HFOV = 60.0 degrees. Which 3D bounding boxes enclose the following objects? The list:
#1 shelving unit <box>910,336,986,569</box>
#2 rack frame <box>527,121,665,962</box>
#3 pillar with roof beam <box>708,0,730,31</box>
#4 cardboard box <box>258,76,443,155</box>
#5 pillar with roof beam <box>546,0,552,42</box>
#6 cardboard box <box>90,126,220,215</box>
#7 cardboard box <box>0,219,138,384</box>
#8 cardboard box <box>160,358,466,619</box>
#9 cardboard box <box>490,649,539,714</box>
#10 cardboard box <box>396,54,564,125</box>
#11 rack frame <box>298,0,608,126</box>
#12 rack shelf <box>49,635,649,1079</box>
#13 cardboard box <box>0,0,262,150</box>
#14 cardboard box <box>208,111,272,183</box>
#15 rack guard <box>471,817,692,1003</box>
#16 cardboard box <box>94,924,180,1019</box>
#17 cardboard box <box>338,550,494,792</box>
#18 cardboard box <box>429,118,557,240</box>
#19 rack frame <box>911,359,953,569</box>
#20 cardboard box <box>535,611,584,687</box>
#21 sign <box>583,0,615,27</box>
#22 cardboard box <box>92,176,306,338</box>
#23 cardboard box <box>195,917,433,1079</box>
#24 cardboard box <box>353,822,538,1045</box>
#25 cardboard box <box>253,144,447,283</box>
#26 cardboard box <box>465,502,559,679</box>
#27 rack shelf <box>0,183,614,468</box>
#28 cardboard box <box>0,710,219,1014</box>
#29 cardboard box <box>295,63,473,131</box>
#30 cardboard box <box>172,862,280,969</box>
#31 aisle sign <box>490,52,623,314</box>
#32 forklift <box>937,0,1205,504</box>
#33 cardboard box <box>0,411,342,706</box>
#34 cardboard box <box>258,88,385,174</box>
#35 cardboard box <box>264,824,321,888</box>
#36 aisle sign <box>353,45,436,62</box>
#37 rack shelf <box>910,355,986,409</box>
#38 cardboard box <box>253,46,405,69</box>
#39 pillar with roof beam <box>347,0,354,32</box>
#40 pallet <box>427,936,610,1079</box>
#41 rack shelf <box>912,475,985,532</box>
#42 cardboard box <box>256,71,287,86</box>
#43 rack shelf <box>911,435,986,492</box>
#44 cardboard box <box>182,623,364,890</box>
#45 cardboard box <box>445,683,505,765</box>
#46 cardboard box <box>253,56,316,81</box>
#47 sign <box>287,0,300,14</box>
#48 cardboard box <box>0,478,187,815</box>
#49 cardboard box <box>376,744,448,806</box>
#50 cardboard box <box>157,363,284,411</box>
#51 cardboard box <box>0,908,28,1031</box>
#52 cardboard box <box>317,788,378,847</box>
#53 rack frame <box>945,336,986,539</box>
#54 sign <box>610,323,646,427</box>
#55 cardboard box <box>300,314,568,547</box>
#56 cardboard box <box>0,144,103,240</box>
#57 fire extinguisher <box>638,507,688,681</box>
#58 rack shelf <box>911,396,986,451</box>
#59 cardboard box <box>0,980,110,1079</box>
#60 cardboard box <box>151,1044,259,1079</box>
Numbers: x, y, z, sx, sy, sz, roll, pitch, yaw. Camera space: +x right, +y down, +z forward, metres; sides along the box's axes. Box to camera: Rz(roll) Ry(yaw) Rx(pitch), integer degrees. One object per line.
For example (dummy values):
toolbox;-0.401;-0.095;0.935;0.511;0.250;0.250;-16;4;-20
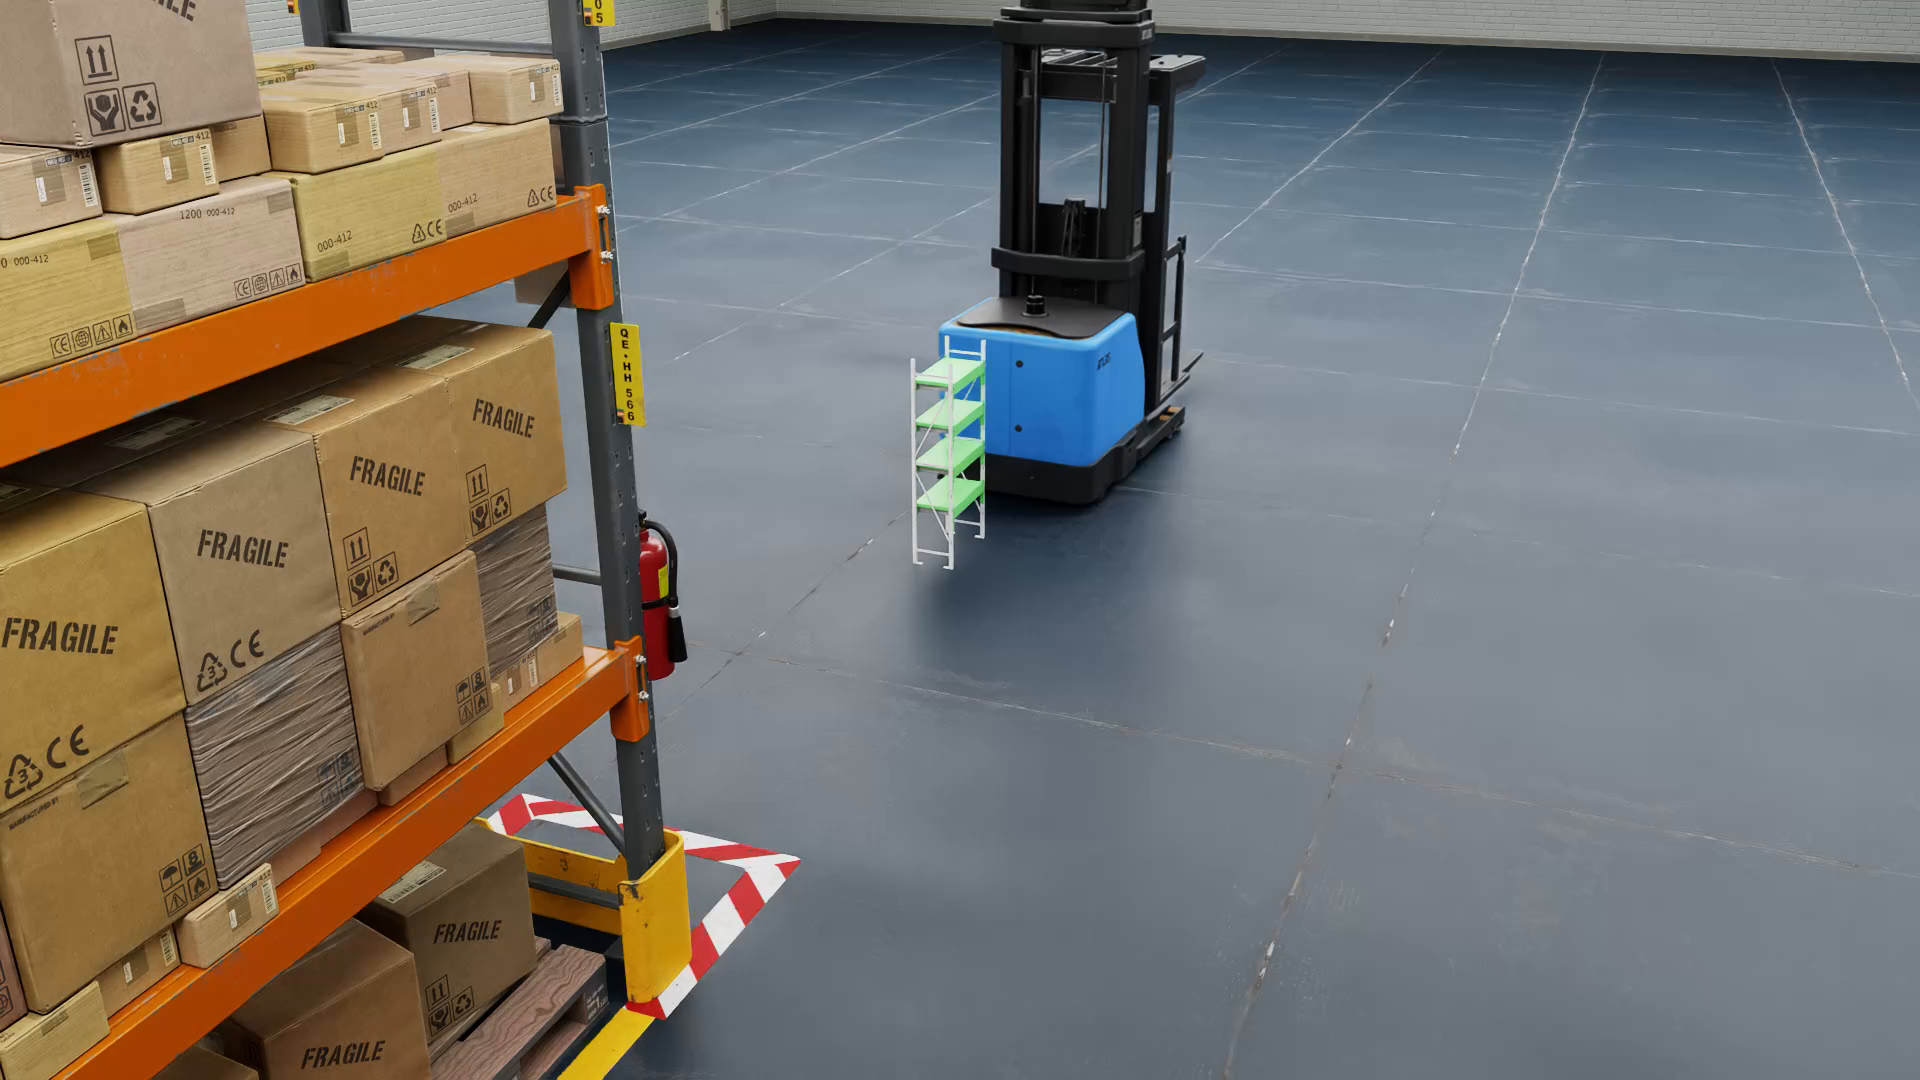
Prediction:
shelving unit;-0.061;-0.494;9.377;0.258;1.200;0.503;9;24;20
rack frame;-1.540;0.081;5.664;1.000;3.000;0.127;9;24;20
pillar with roof beam;-1.306;-14.815;33.541;9.100;9.000;0.400;9;24;20
cardboard box;-1.559;-1.084;4.239;0.380;0.149;0.250;8;24;18
pillar with roof beam;-3.535;-12.667;28.401;9.100;9.000;0.400;9;24;20
cardboard box;-1.844;-0.809;3.581;0.380;0.149;0.250;8;24;17
cardboard box;-2.046;-0.483;3.318;0.500;0.250;0.500;8;24;19
cardboard box;-1.695;-0.152;4.409;0.500;0.500;0.500;9;24;20
cardboard box;-1.548;0.418;5.184;0.380;0.149;0.250;9;24;20
cardboard box;-1.354;-1.274;4.694;0.380;0.149;0.250;9;24;20
rack frame;-1.540;-2.687;4.508;1.000;3.000;0.127;9;24;20
rack shelf;-2.283;1.129;4.090;1.077;0.370;4.000;9;24;20
cardboard box;-1.881;-1.126;3.499;0.500;0.500;0.500;9;24;20
cardboard box;-1.838;-0.920;3.846;0.380;0.149;0.250;9;24;21
rack guard;-1.568;1.262;6.081;1.175;0.500;0.348;9;24;20
cardboard box;-2.071;0.960;3.887;0.380;0.149;0.250;9;24;20
cardboard box;-1.844;0.287;4.657;0.875;0.500;0.500;9;24;20
cardboard box;-1.483;-1.025;4.615;0.500;0.250;0.500;9;24;21
rack frame;-0.152;-0.407;9.168;0.240;1.200;0.015;9;24;20
cardboard box;-1.454;0.328;5.398;0.380;0.149;0.250;9;24;20
sign;-1.032;-1.625;4.708;0.100;0.325;0.005;9;24;20
cardboard box;-1.864;-0.664;3.750;0.500;0.250;0.500;9;24;21
cardboard box;-1.978;1.480;5.012;0.500;0.500;0.500;16;28;34
cardboard box;-1.788;1.262;5.536;0.500;0.500;0.500;14;26;30
cardboard box;-1.666;-0.846;4.186;0.500;0.250;0.500;9;24;20
cardboard box;-1.770;0.090;5.126;0.875;0.500;0.500;9;24;20
rack shelf;-2.283;-0.256;3.512;1.077;0.370;4.000;9;24;20
cardboard box;-2.267;0.637;3.819;0.875;0.500;0.500;9;24;20
cardboard box;-1.559;-1.198;4.511;0.380;0.149;0.250;8;24;18
cardboard box;-1.914;0.880;4.077;0.380;0.149;0.250;9;24;20
aisle sign;-1.239;-1.098;5.114;0.394;0.787;0.004;9;24;20
forklift;0.918;-2.104;10.985;1.130;2.935;3.031;10;25;22
cardboard box;-1.883;0.027;3.981;0.500;0.500;0.500;9;24;20
cardboard box;-1.630;-0.991;4.016;0.380;0.149;0.250;9;24;20
cardboard box;-1.903;0.778;4.321;0.380;0.149;0.250;9;24;20
aisle sign;-1.796;-1.184;5.319;0.394;0.787;0.004;9;24;20
rack shelf;-0.062;-0.878;9.217;0.258;0.148;0.480;9;24;20
cardboard box;-1.857;-1.352;4.882;0.380;0.149;0.250;9;24;20
pillar with roof beam;-5.763;-10.520;23.261;9.100;9.000;0.400;9;24;20
pallet;-1.903;1.680;5.453;1.003;0.211;1.213;9;24;20
rack shelf;-0.061;-0.214;9.494;0.258;0.148;0.480;9;24;20
cardboard box;-2.023;-1.166;4.434;0.380;0.149;0.250;8;24;19
rack shelf;-0.061;-0.435;9.402;0.258;0.148;0.480;9;24;20
cardboard box;-2.070;0.459;4.243;0.875;0.500;0.500;9;24;20
cardboard box;-1.593;0.515;4.952;0.380;0.149;0.250;9;24;20
cardboard box;-2.043;-1.274;4.693;0.380;0.149;0.250;9;24;21
sign;-2.044;-1.784;5.104;0.100;0.325;0.005;9;24;20
cardboard box;-2.077;0.204;3.556;0.500;0.500;0.500;9;24;20
cardboard box;-1.700;0.602;4.743;0.380;0.149;0.250;9;24;20
cardboard box;-2.190;-0.228;4.591;0.500;0.500;0.500;9;24;20
cardboard box;-2.491;0.810;3.405;0.875;0.500;0.500;9;24;20
cardboard box;-1.831;0.685;4.543;0.380;0.149;0.250;9;24;20
rack frame;0.029;-0.582;9.586;0.240;1.200;0.015;9;24;20
sign;-1.032;-0.513;5.173;0.100;0.325;0.005;9;24;20
cardboard box;-1.515;-0.332;4.839;0.500;0.500;0.500;9;24;20
cardboard box;-1.989;-0.718;3.363;0.380;0.149;0.250;7;24;17
fire extinguisher;-1.070;0.142;5.620;0.296;0.674;0.183;9;24;20
rack shelf;-0.061;-0.657;9.309;0.258;0.148;0.480;9;24;20
cardboard box;-2.122;1.056;3.657;0.380;0.149;0.250;9;24;20
cardboard box;-2.228;1.702;4.482;0.500;0.500;0.500;11;25;25
